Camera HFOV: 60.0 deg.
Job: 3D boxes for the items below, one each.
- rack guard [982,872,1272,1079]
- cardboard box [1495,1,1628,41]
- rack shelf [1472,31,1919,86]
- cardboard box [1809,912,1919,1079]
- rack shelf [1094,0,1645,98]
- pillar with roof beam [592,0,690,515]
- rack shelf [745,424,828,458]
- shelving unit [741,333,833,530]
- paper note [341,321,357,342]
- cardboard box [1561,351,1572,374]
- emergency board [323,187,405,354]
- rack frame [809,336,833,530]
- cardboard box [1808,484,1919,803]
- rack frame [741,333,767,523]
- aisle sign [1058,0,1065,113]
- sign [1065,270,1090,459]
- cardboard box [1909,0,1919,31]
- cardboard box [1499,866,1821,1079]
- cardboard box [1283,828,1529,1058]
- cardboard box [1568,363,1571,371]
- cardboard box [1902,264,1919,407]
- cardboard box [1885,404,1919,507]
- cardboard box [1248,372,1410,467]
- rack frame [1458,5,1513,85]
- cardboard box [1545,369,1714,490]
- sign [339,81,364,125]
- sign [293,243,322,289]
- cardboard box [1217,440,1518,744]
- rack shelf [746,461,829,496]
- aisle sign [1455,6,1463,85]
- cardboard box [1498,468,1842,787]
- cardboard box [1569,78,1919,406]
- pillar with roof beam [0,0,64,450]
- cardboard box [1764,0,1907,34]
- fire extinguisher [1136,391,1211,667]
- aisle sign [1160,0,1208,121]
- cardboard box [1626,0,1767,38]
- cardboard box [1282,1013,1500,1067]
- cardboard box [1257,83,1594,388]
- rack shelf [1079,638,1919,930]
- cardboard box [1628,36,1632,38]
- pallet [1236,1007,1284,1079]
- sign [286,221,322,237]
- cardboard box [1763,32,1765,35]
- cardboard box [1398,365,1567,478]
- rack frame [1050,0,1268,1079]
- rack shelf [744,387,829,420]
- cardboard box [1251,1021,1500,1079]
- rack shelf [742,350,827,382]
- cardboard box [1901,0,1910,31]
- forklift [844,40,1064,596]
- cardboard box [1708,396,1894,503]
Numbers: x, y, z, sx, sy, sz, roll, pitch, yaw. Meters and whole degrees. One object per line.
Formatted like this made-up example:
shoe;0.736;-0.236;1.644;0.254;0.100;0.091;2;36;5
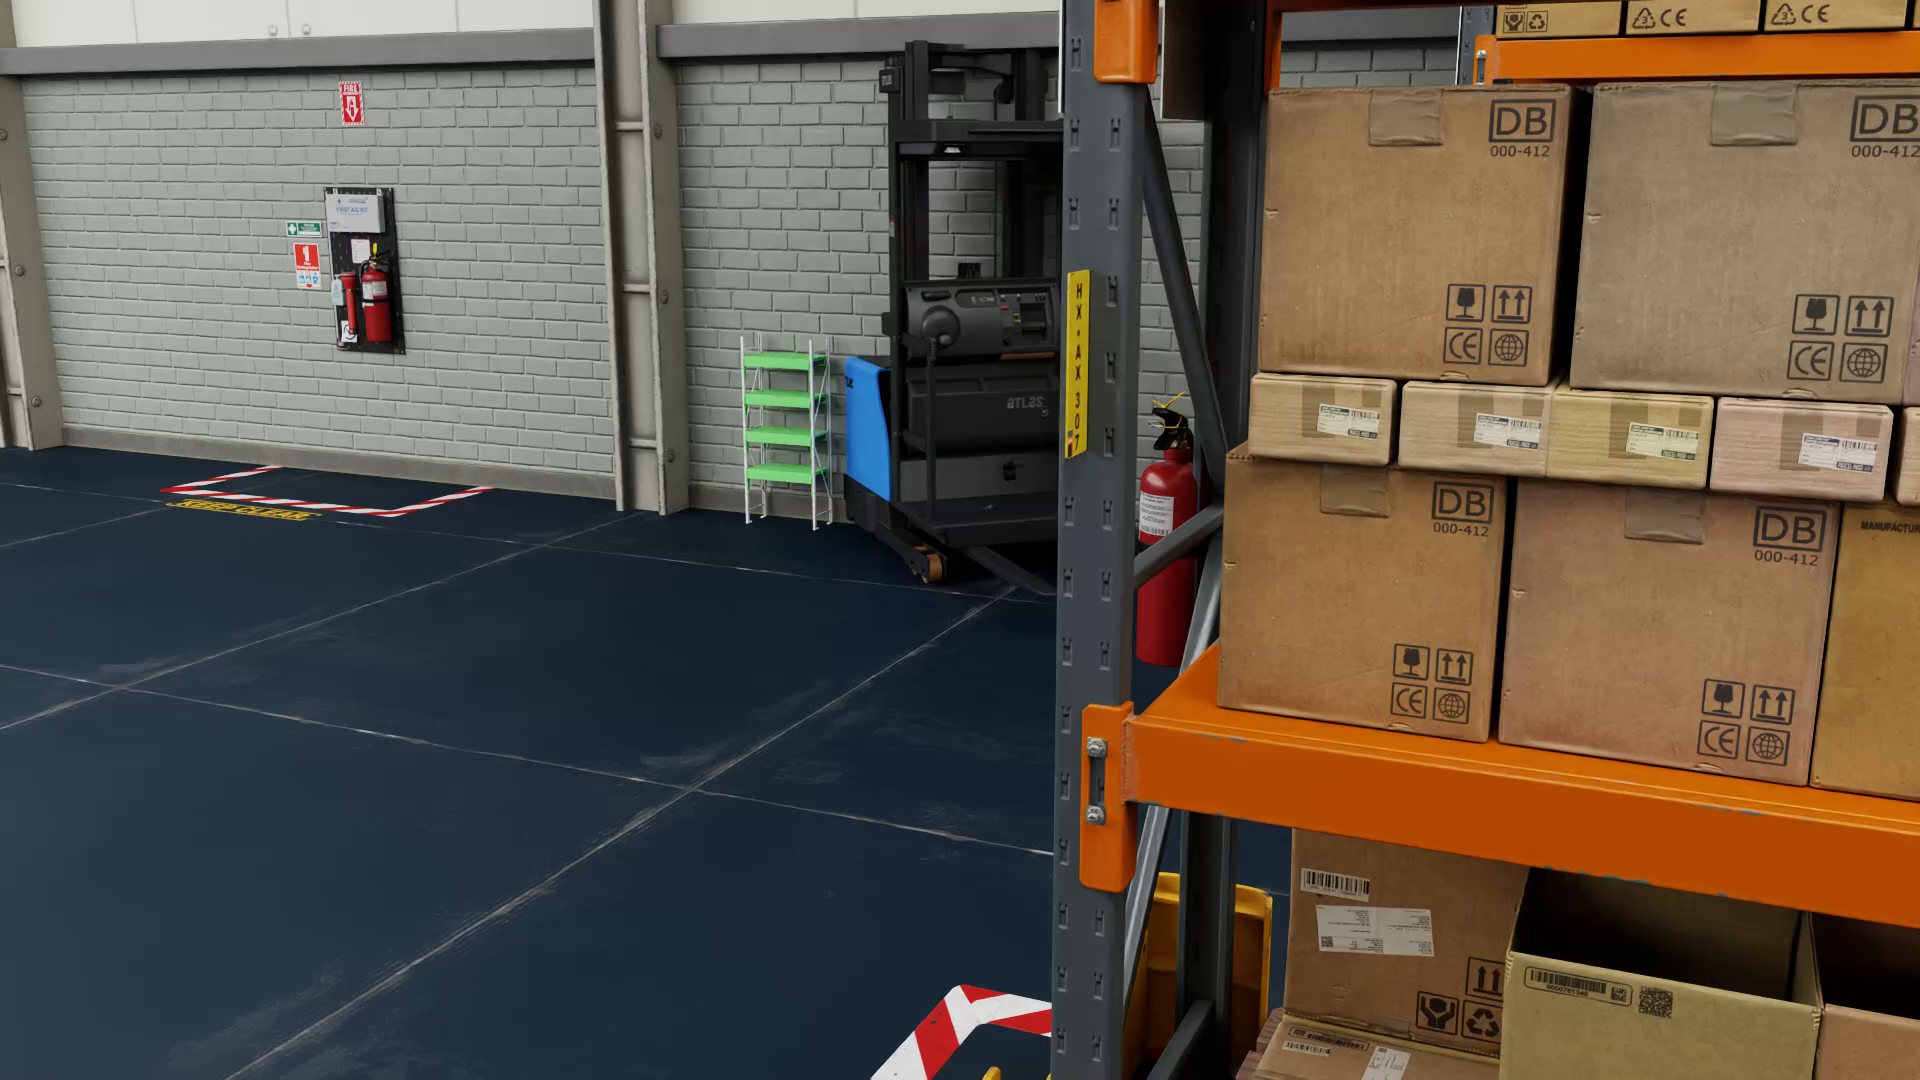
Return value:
rack guard;0.417;1.247;3.845;0.348;0.500;1.175;6;14;23
cardboard box;2.646;-2.438;7.250;0.500;0.500;0.500;6;15;25
rack shelf;4.270;-1.927;6.911;4.000;0.370;1.077;6;14;23
cardboard box;1.759;0.987;2.939;0.500;0.500;0.500;6;14;23
rack shelf;2.267;-0.892;2.500;4.000;0.370;1.077;6;14;23
pillar with roof beam;-3.798;-3.695;6.303;0.400;9.000;9.100;6;14;23
rack shelf;-1.099;-0.632;10.599;0.480;0.148;0.258;6;14;23
shelving unit;-1.099;-0.694;10.585;0.503;1.200;0.258;6;14;23
paper note;-4.432;-1.512;12.061;0.142;0.148;0.016;6;14;23
cardboard box;1.105;-0.312;3.381;0.250;0.149;0.380;6;15;25
emergency board;-4.298;-1.910;11.829;0.643;1.169;0.194;6;14;23
rack frame;-0.875;-0.672;10.491;0.015;1.200;0.240;6;14;23
cardboard box;1.794;0.125;2.939;0.500;0.500;0.700;6;14;24
rack frame;-1.323;-0.716;10.679;0.015;1.200;0.240;6;14;23
aisle sign;0.254;-1.175;3.006;0.004;0.787;0.394;6;14;23
sign;0.208;-0.312;2.950;0.005;0.325;0.100;6;14;23
cardboard box;4.097;-2.288;6.613;0.500;0.500;0.500;7;15;27
cardboard box;1.297;0.944;3.125;0.500;0.500;0.500;6;14;23
cardboard box;1.049;0.789;3.783;0.500;0.500;0.500;6;14;23
cardboard box;1.339;-0.289;3.280;0.250;0.149;0.380;6;14;22
cardboard box;1.853;-0.503;2.773;0.500;0.500;0.700;6;14;23
cardboard box;1.655;-0.155;2.712;0.250;0.149;0.380;5;14;21
cardboard box;0.710;-0.251;3.118;0.250;0.149;0.380;6;14;23
rack frame;2.442;-1.002;7.960;0.127;3.000;1.000;6;14;23
cardboard box;1.180;-0.203;2.916;0.250;0.149;0.380;6;14;23
sign;-4.265;-3.060;11.656;0.199;0.298;0.001;6;14;23
sign;-4.762;-2.000;12.135;0.234;0.329;0.001;6;14;23
cardboard box;0.860;0.030;3.343;0.500;0.500;0.700;6;14;23
rack shelf;-1.099;-0.398;10.654;0.480;0.148;0.258;6;14;23
aisle sign;2.254;-2.212;7.425;0.004;0.787;0.394;6;14;23
cardboard box;1.342;0.077;3.140;0.500;0.500;0.700;6;15;25
cardboard box;1.392;-0.549;2.971;0.500;0.500;0.700;5;14;22
pillar with roof beam;-9.283;-4.250;8.669;0.400;9.000;9.100;6;14;23
cardboard box;3.599;-2.334;6.805;0.500;0.500;0.500;7;15;26
fire extinguisher;0.519;-0.038;4.019;0.183;0.674;0.296;6;14;23
aisle sign;0.497;-1.300;3.540;0.004;0.787;0.394;6;14;23
cardboard box;3.123;-2.381;7.006;0.500;0.500;0.500;7;15;27
cardboard box;1.049;1.155;3.867;0.500;0.250;0.500;6;14;23
cardboard box;0.909;-0.597;3.174;0.500;0.500;0.700;6;14;23
rack shelf;2.267;0.568;2.843;4.000;0.370;1.077;6;14;23
cardboard box;2.926;-2.535;7.665;0.500;0.500;0.500;7;15;27
pallet;1.155;1.452;3.604;1.213;0.211;1.003;6;14;23
sign;-4.761;-2.256;12.064;0.331;0.109;0.001;6;14;23
cardboard box;3.384;-2.495;7.491;0.500;0.500;0.500;6;14;23
cardboard box;0.953;-0.227;3.016;0.250;0.149;0.380;5;14;22
rack frame;0.439;0.033;3.550;0.127;3.000;1.000;6;14;23
rack shelf;-1.099;-0.865;10.545;0.480;0.148;0.258;6;14;23
cardboard box;0.839;1.263;3.406;0.500;0.250;0.500;6;14;23
rack shelf;-1.099;-1.099;10.490;0.480;0.148;0.258;6;14;23
cardboard box;3.852;-2.445;7.279;0.500;0.500;0.500;5;14;21
forklift;0.215;-1.292;9.345;1.130;2.935;3.031;-5;14;-19
cardboard box;1.410;-0.180;2.815;0.250;0.149;0.380;6;14;22
